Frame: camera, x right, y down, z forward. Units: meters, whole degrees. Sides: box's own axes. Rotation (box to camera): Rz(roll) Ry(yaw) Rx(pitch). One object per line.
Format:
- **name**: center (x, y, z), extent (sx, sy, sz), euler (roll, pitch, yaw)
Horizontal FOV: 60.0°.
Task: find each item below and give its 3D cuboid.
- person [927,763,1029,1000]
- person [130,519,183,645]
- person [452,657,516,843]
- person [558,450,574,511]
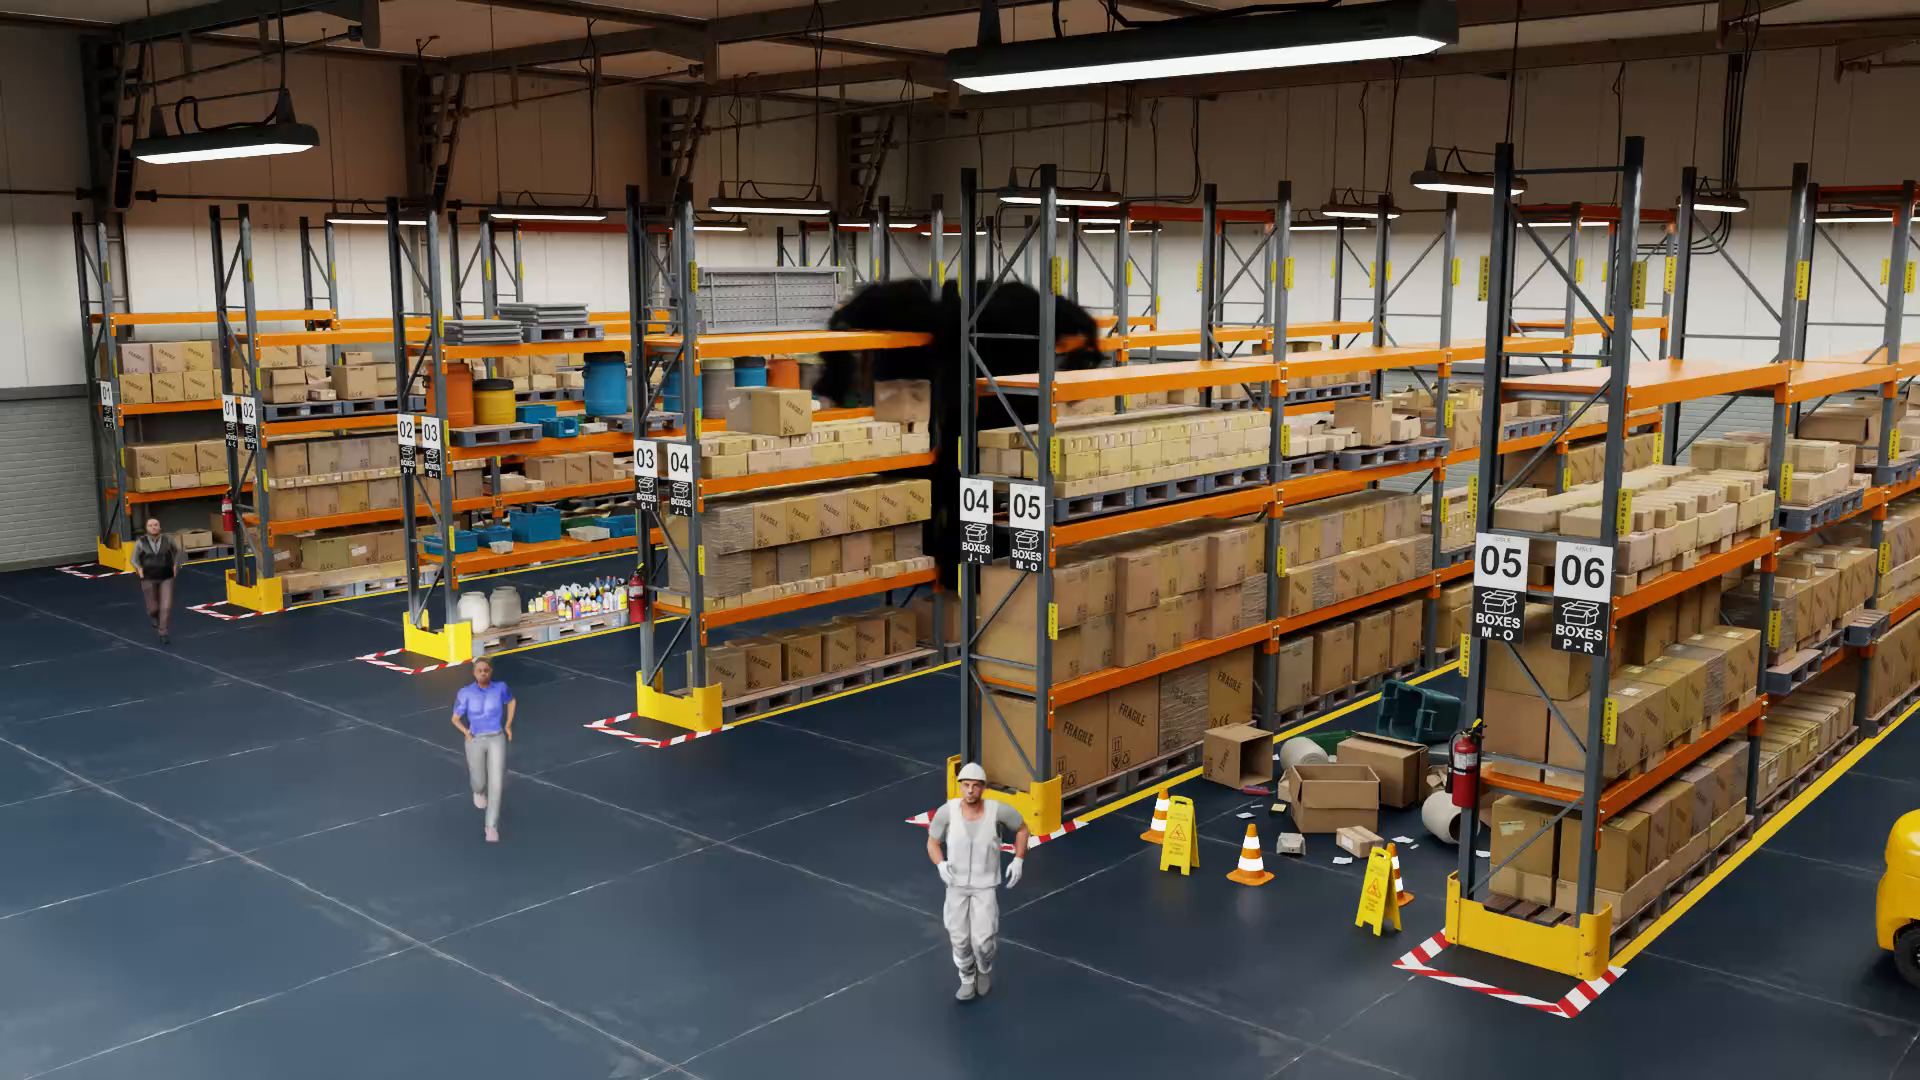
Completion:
- **person**: center (0.106, 2.406, 11.542), extent (0.697, 1.746, 0.624), euler (1, 10, 7)
- **person**: center (-11.045, 0.550, 22.910), extent (0.663, 1.702, 0.798), euler (-5, 11, -28)
- **person**: center (-4.344, 1.923, 15.249), extent (0.586, 1.578, 0.811), euler (-4, 10, -20)
- **person**: center (-7.592, -0.936, 32.087), extent (0.510, 1.547, 0.636), euler (9, 13, 42)
